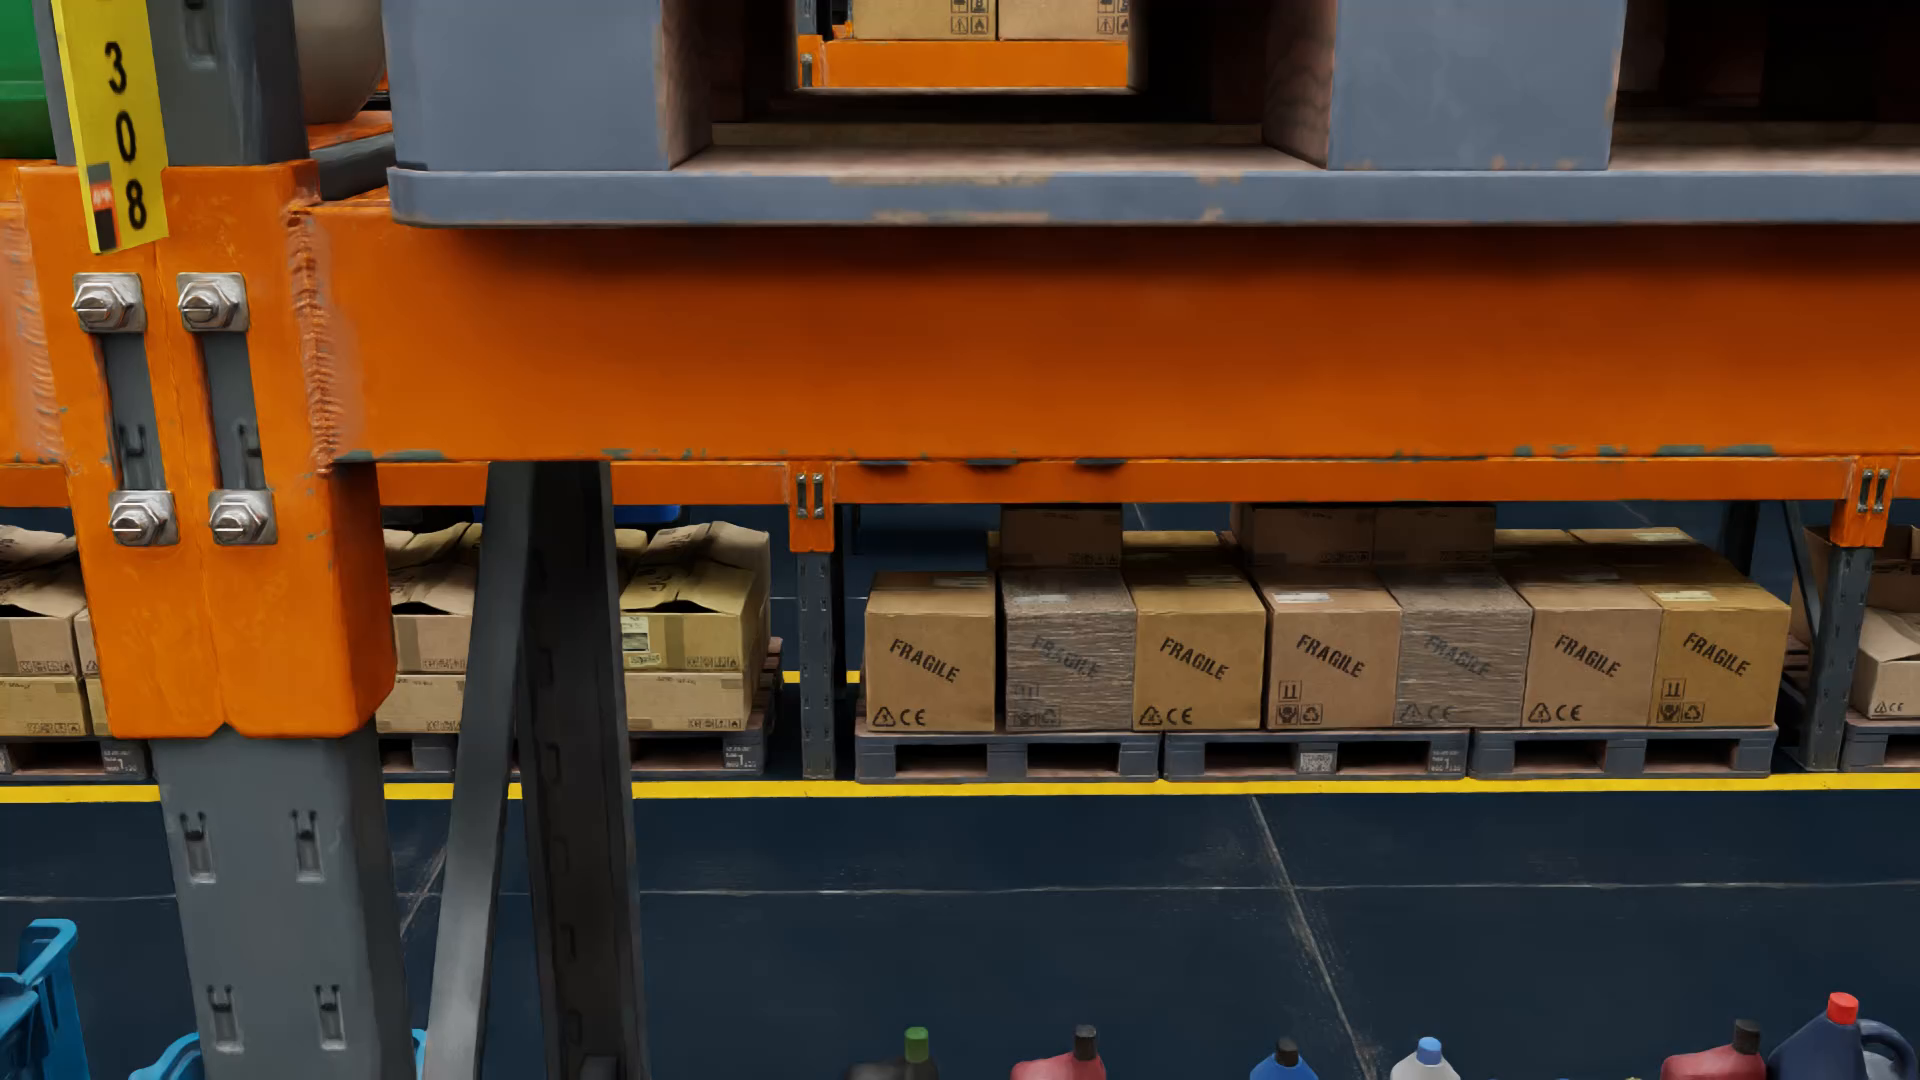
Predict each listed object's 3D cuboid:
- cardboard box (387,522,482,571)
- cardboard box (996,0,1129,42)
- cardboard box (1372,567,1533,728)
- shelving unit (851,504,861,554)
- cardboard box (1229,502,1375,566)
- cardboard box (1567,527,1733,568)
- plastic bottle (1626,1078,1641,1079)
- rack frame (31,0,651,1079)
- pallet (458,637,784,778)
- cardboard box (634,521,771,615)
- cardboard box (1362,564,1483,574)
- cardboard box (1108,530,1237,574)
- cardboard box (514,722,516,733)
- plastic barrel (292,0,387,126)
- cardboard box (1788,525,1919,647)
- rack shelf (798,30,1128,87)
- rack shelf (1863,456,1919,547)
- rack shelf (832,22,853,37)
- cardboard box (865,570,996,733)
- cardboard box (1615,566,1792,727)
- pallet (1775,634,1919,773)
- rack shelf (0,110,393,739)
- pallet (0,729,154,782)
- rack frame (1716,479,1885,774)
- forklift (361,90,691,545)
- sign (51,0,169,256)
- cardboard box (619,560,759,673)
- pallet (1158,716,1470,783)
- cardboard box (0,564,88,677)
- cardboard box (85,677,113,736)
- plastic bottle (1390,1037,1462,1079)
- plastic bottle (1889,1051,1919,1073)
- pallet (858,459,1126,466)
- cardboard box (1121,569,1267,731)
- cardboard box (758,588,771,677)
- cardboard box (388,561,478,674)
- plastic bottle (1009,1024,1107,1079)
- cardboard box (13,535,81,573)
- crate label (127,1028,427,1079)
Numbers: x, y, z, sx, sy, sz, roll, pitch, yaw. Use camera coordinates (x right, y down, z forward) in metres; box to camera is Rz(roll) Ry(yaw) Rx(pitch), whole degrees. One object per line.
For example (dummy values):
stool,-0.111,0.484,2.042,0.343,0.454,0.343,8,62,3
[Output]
cardboard box,-2.131,0.133,7.117,0.500,0.311,0.500,-1,18,-2
cardboard box,0.378,-2.119,6.170,0.500,0.500,0.910,0,18,-1
cardboard box,1.947,0.425,6.685,0.500,0.500,0.500,0,18,0
shelving unit,-0.085,-0.714,9.317,1.048,1.500,0.538,0,18,-1
cardboard box,1.443,-0.089,7.059,0.500,0.250,0.500,-1,18,-2
cardboard box,2.945,0.261,7.196,0.500,0.500,0.500,-1,18,-3
plastic bottle,0.933,0.847,2.321,0.097,0.201,0.097,0,18,0
rack frame,-0.493,0.885,1.878,0.053,2.616,0.949,0,18,-1
pallet,-1.391,0.691,7.048,1.213,0.211,1.003,0,18,-1
cardboard box,-1.096,0.126,7.139,0.500,0.311,0.500,0,18,1
cardboard box,1.912,0.267,7.177,0.500,0.500,0.500,0,18,0
cardboard box,0.881,0.273,7.156,0.500,0.500,0.500,-1,18,-3
cardboard box,-1.605,0.561,6.701,0.500,0.250,0.500,0,18,-2
plastic barrel,-0.808,-0.689,1.693,0.421,0.512,0.421,0,18,0
cardboard box,3.997,0.243,7.250,0.500,0.500,0.500,0,18,-1
rack shelf,1.432,-1.724,6.279,4.000,0.370,1.077,0,18,-1
rack shelf,5.432,-0.315,6.797,4.000,0.370,1.077,0,18,-1
rack shelf,-2.649,-3.218,10.935,4.000,0.370,1.077,0,18,-1
cardboard box,-0.108,0.437,6.646,0.500,0.500,0.500,0,18,1
cardboard box,2.943,0.423,6.691,0.500,0.500,0.500,0,18,-1
pallet,4.119,0.677,7.092,1.213,0.211,1.003,0,18,-1
rack shelf,-2.493,-0.192,1.502,4.000,0.370,1.077,0,18,-1
pallet,-3.831,0.703,7.011,1.213,0.211,1.003,0,18,-1
rack frame,3.432,-0.648,6.657,0.127,3.000,1.000,0,18,-1
forklift,-3.049,-1.302,8.807,3.031,2.935,1.130,-2,18,-5
sign,-0.477,-0.326,0.915,0.005,0.325,0.100,0,18,-1
cardboard box,-1.087,0.291,6.625,0.500,0.311,0.500,0,18,1
pallet,1.397,0.702,7.014,1.213,0.211,1.003,0,18,-1
cardboard box,-3.649,0.306,6.578,0.500,0.311,0.500,0,18,-2
cardboard box,-3.131,0.568,6.680,0.500,0.250,0.500,-1,18,-3
plastic bottle,0.641,0.815,2.306,0.097,0.271,0.097,0,18,0
plastic bottle,1.366,0.800,2.333,0.133,0.283,0.061,0,18,-1
pallet,0.109,-0.562,6.703,1.003,0.211,1.213,0,18,-1
cardboard box,0.917,0.432,6.662,0.500,0.500,0.500,-1,18,-2
cardboard box,-1.096,0.393,7.224,0.500,0.250,0.500,0,18,-1
cardboard box,-2.112,0.297,6.606,0.500,0.311,0.500,0,18,-1
plastic bottle,0.136,0.806,2.314,0.133,0.283,0.061,0,18,-1
cardboard box,-3.646,0.139,7.100,0.500,0.311,0.500,0,18,1
crate label,-0.920,0.851,2.257,0.416,0.233,0.303,0,18,-1
